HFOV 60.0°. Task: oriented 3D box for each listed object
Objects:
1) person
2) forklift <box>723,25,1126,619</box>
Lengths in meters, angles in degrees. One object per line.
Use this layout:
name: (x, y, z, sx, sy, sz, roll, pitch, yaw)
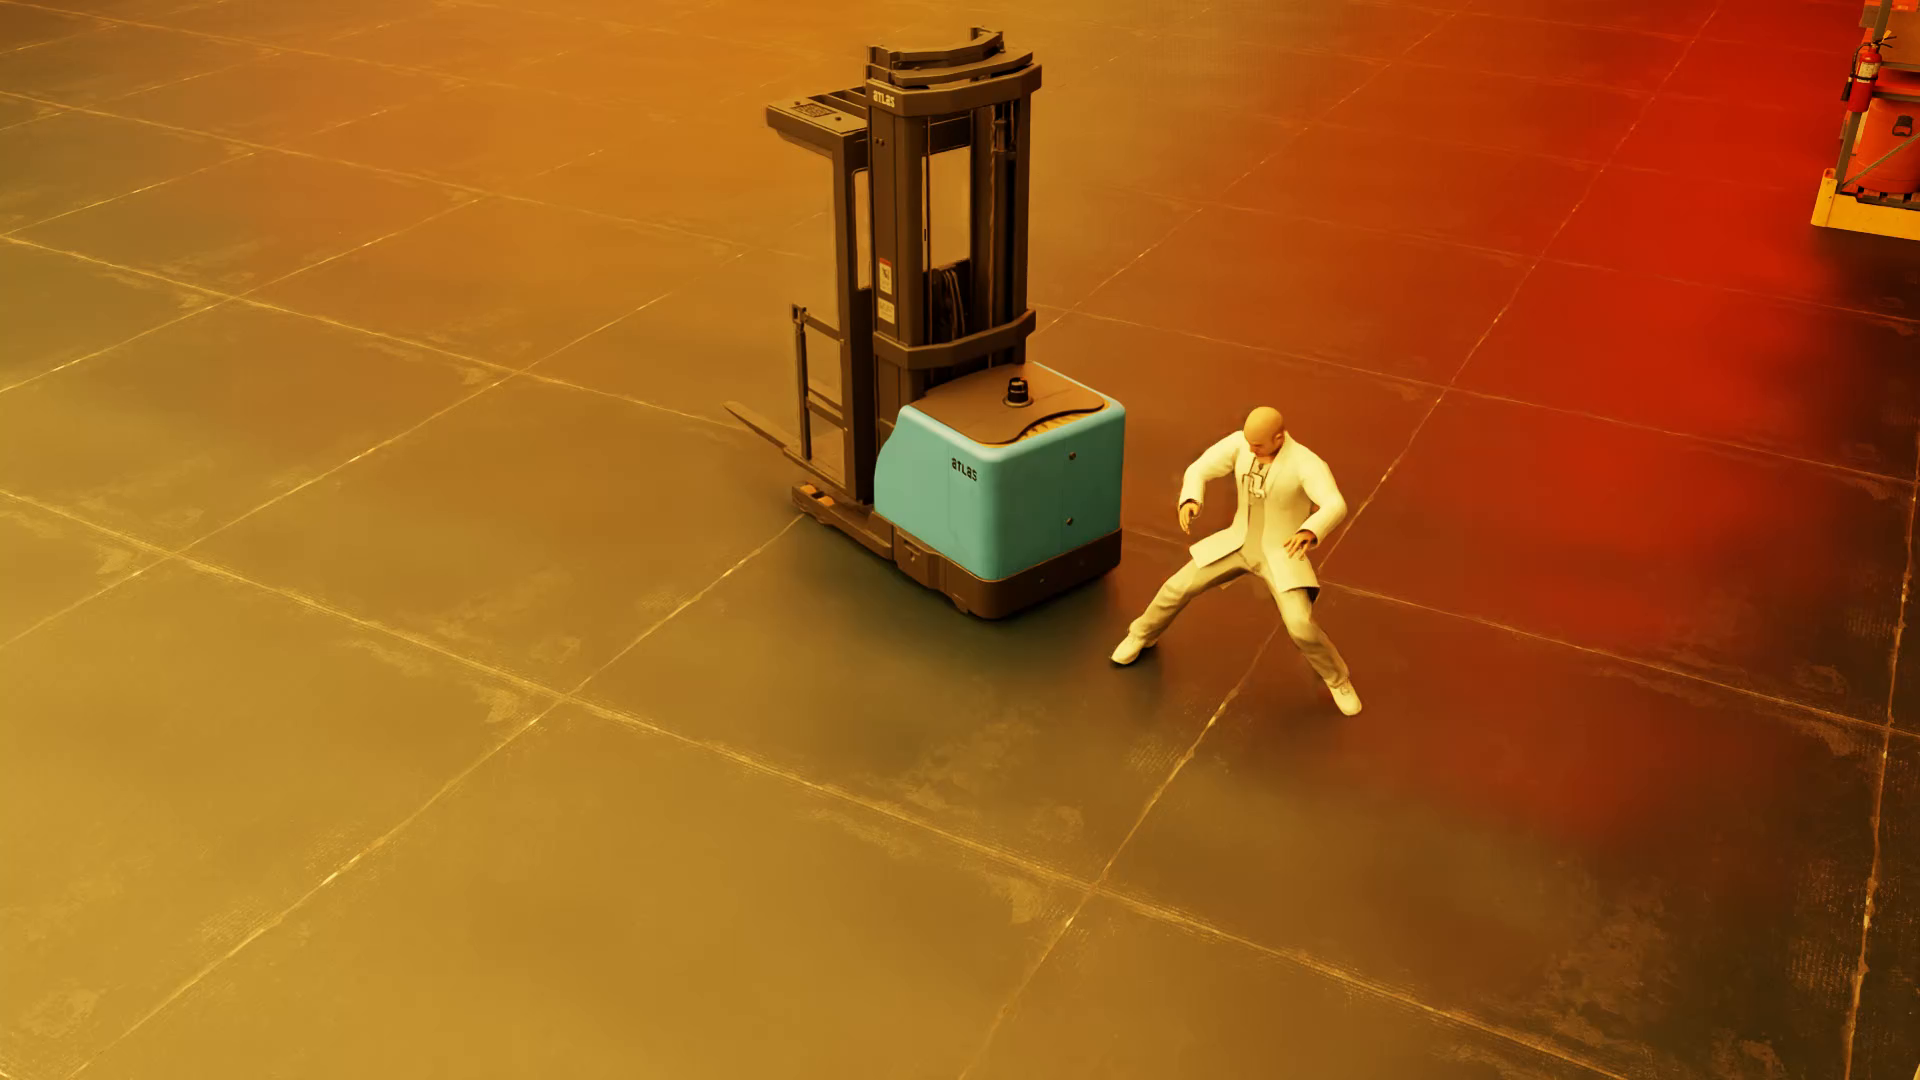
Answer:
person: (1.465, 0.078, 8.324, 0.730, 1.537, 1.272, -26, 39, -37)
forklift: (-0.382, -1.507, 9.682, 1.130, 2.935, 3.031, -22, 37, -33)
